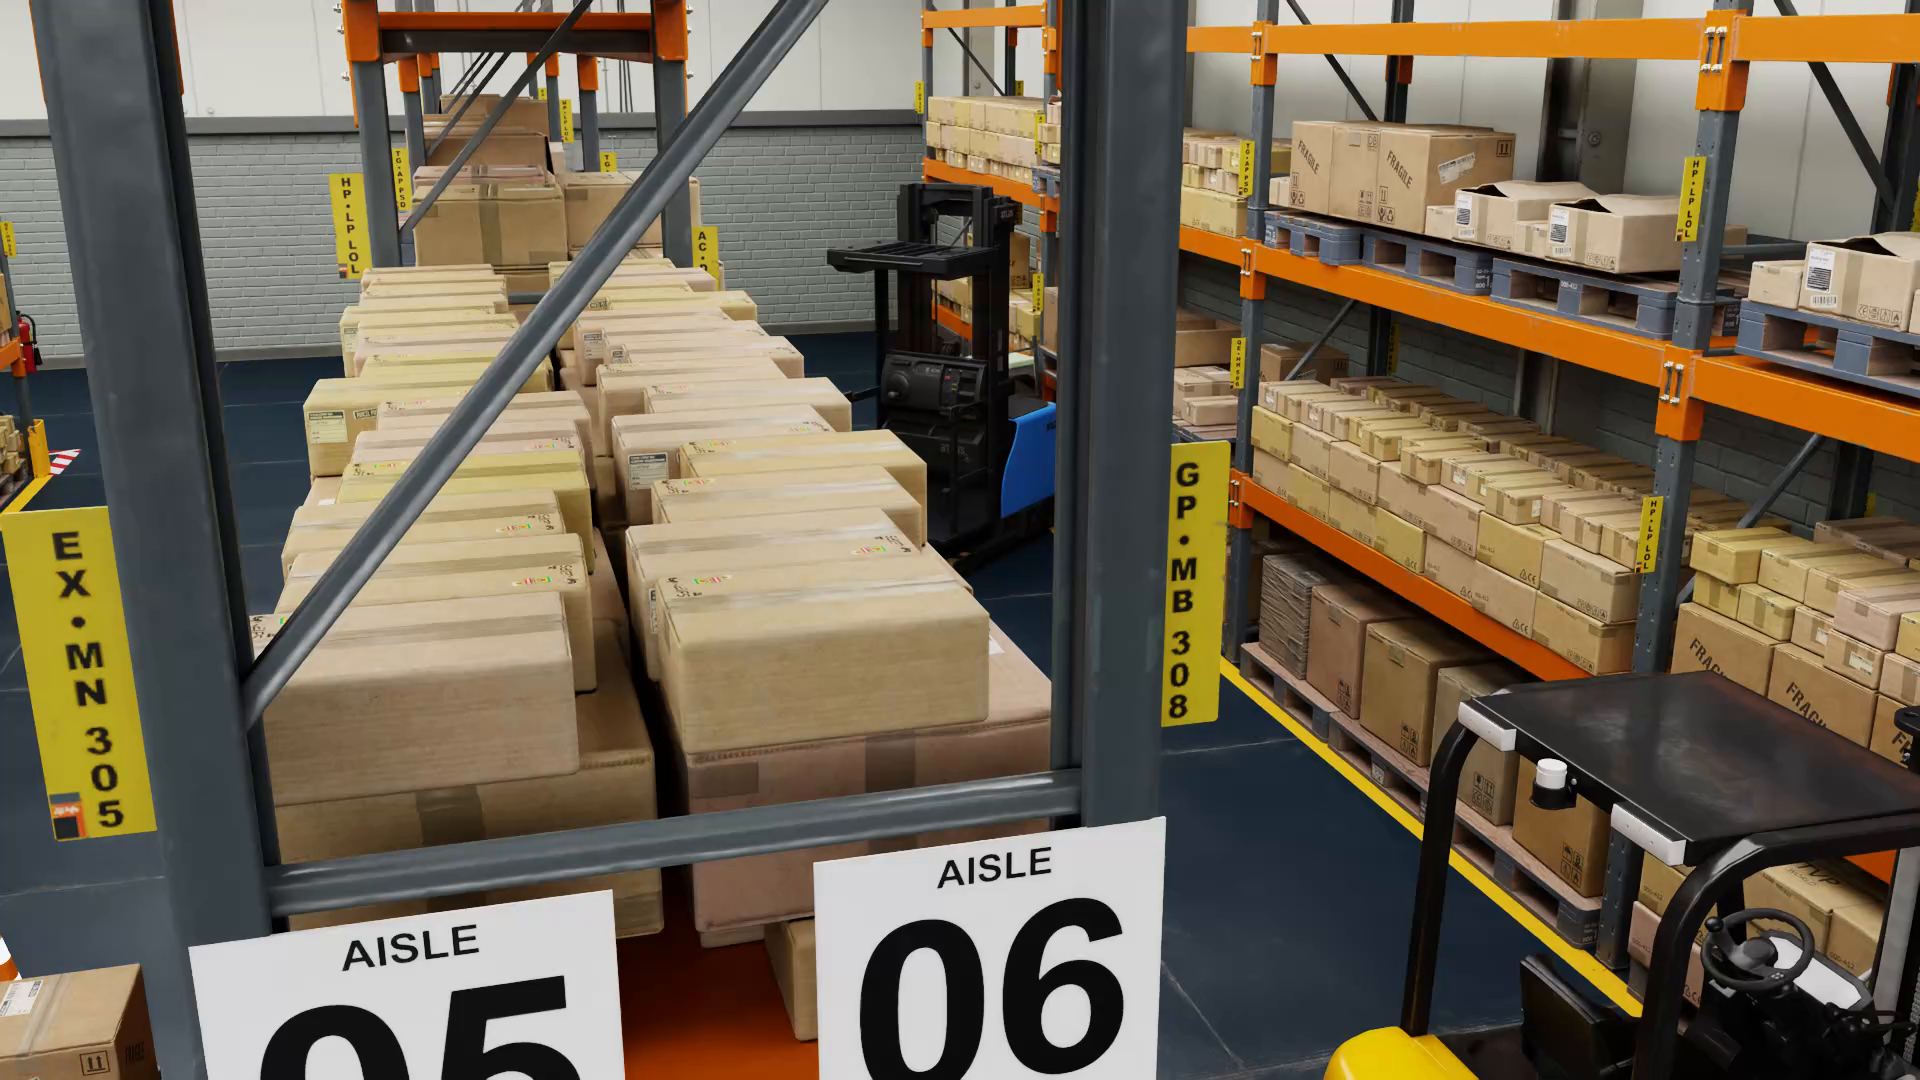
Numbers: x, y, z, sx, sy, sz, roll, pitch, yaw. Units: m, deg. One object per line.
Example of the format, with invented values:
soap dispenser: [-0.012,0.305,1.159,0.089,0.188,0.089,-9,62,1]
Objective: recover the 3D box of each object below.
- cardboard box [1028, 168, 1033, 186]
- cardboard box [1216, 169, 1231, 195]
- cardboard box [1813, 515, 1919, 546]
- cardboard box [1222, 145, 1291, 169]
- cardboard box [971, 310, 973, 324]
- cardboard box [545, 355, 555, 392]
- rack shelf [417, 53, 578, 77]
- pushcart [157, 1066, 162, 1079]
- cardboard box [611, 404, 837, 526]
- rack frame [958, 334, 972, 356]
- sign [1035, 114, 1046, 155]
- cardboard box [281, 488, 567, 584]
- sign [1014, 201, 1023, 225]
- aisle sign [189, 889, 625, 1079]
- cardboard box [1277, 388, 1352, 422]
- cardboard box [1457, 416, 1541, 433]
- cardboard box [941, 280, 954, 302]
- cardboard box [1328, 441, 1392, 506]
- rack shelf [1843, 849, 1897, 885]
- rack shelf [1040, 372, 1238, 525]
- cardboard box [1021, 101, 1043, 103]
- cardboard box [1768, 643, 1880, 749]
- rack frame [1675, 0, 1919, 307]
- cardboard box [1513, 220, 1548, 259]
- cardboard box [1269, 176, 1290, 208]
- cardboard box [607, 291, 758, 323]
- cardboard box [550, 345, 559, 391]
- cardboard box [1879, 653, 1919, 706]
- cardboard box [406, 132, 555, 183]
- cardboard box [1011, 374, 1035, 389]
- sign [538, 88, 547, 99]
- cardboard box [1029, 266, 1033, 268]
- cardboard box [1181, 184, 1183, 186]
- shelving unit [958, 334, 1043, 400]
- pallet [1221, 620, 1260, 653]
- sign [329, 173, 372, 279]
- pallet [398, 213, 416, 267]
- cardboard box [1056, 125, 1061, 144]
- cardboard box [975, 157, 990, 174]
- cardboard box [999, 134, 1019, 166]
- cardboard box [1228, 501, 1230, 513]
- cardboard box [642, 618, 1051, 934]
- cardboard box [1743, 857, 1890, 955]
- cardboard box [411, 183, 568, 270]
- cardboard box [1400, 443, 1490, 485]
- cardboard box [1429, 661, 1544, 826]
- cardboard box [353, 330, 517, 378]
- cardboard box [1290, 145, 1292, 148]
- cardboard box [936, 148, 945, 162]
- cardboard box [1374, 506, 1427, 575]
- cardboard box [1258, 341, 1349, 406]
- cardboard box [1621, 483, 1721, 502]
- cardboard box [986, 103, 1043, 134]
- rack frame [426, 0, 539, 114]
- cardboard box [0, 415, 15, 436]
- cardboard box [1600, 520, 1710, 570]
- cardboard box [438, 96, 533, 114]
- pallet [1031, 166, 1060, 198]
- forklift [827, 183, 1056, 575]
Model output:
cardboard box: [0.813,-3.155,14.462,0.380,0.149,0.250,-5,17,-16]
cardboard box: [1.914,-2.364,10.961,0.380,0.149,0.250,-5,17,-17]
cardboard box: [3.773,0.014,6.873,0.380,0.149,0.250,-5,17,-15]
cardboard box: [1.946,-2.507,10.920,0.380,0.149,0.250,-5,18,-17]
cardboard box: [0.321,-2.204,16.513,0.380,0.149,0.250,-4,17,-14]
cardboard box: [-1.369,-0.378,4.525,0.500,0.250,0.500,-5,17,-16]
rack shelf: [-3.026,-3.153,10.751,1.077,0.370,4.000,-5,17,-15]
pushcart: [-3.556,2.294,5.659,1.648,0.377,0.936,-12,20,-34]
cardboard box: [-0.431,-0.141,3.043,0.380,0.149,0.250,-5,17,-16]
rack frame: [0.250,-1.166,15.157,0.400,1.500,0.023,-13,17,-22]
sign: [0.676,-3.401,13.949,0.100,0.325,0.005,-5,17,-15]
cardboard box: [-0.777,0.039,2.446,0.380,0.149,0.250,-5,17,-16]
sign: [0.636,-3.613,18.203,0.100,0.325,0.005,-5,17,-15]
aisle sign: [-0.540,0.746,1.737,0.394,0.787,0.004,-5,17,-15]
cardboard box: [2.174,-0.829,10.197,0.380,0.149,0.250,-4,17,-14]
cardboard box: [3.051,-0.597,9.424,0.380,0.149,0.250,-5,17,-16]
cardboard box: [0.101,-2.653,17.314,0.500,0.250,0.500,-5,17,-15]
cardboard box: [2.445,-0.397,9.450,0.500,0.250,0.500,-5,17,-17]
rack shelf: [3.944,1.348,5.499,1.077,0.370,4.000,-5,17,-15]
rack shelf: [1.745,-0.864,12.866,1.077,0.370,4.000,-5,17,-15]
cardboard box: [0.893,-4.088,16.009,0.500,0.250,0.500,-5,17,-15]
cardboard box: [3.424,0.689,6.271,0.500,0.500,0.500,-4,17,-14]
rack frame: [3.394,-2.422,6.375,1.000,3.000,0.127,-5,17,-15]
cardboard box: [2.800,-1.395,7.700,0.380,0.149,0.250,-5,17,-15]
cardboard box: [2.099,-2.109,10.047,0.380,0.166,0.250,-5,17,-15]
cardboard box: [-0.752,-0.577,4.496,0.380,0.149,0.250,-4,17,-14]
cardboard box: [-0.996,-0.562,5.138,0.500,0.250,0.500,-5,17,-16]
cardboard box: [3.467,0.489,5.808,0.380,0.149,0.250,-5,17,-16]
cardboard box: [-2.725,-2.042,9.412,0.797,0.503,0.637,-6,18,-19]
cardboard box: [0.371,-1.456,17.201,0.700,0.500,0.500,-4,17,-13]
sign: [-4.149,-4.337,16.560,0.100,0.325,0.005,-5,17,-15]
cardboard box: [0.478,-2.833,17.913,0.500,0.250,0.500,-4,17,-14]
cardboard box: [1.644,-2.421,11.843,0.500,0.250,0.500,-5,17,-15]
shelving unit: [0.404,-1.089,14.834,0.431,1.500,0.755,-13,17,-22]
pallet: [2.126,0.470,12.020,1.003,0.211,1.213,-5,17,-15]
sign: [-1.910,-0.984,5.216,0.100,0.325,0.005,-5,17,-15]
pallet: [-2.704,-1.782,9.786,1.213,0.211,1.003,-4,17,-13]
cardboard box: [0.998,-3.284,13.474,0.380,0.149,0.250,-4,17,-14]
cardboard box: [0.361,-3.578,15.872,0.380,0.149,0.250,-4,17,-14]
cardboard box: [0.669,-3.526,15.006,0.500,0.250,0.500,-5,18,-17]
cardboard box: [1.811,-0.160,11.758,0.380,0.149,0.250,-6,18,-18]
cardboard box: [-0.160,0.283,2.325,0.500,0.250,0.500,-5,17,-16]
cardboard box: [3.356,1.388,6.427,0.500,0.250,0.500,-5,17,-15]
cardboard box: [-1.659,-1.111,5.886,0.500,0.250,0.500,-4,17,-14]
cardboard box: [2.560,-0.403,8.779,0.380,0.149,0.250,-5,17,-17]
cardboard box: [3.034,1.028,8.713,0.875,0.625,0.625,-5,17,-16]
cardboard box: [-1.194,-0.385,3.857,0.380,0.149,0.250,-5,17,-16]
cardboard box: [2.418,-2.550,11.064,0.380,0.149,0.250,-5,17,-15]
cardboard box: [-0.040,-4.078,17.538,0.380,0.149,0.250,-4,17,-14]
cardboard box: [2.605,-0.017,9.055,0.500,0.250,0.500,-4,17,-13]
cardboard box: [2.304,-1.059,11.361,0.500,0.500,0.500,-4,17,-13]
cardboard box: [3.413,-0.170,8.001,0.380,0.149,0.250,-5,17,-15]
cardboard box: [0.547,-3.910,15.415,0.500,0.250,0.500,-4,17,-14]
rack frame: [-4.675,-5.348,16.115,1.000,3.000,0.127,-5,17,-15]
cardboard box: [-9.018,-1.050,15.425,0.380,0.149,0.250,-4,17,-15]
cardboard box: [3.087,0.015,7.386,0.380,0.149,0.250,-4,17,-13]
cardboard box: [-3.977,-3.474,14.007,0.797,0.503,0.637,-3,17,-11]
pallet: [1.308,-2.923,13.581,1.213,0.211,1.003,-5,17,-15]
forklift: [-0.328,-1.251,13.022,1.130,2.935,3.031,10,19,30]
